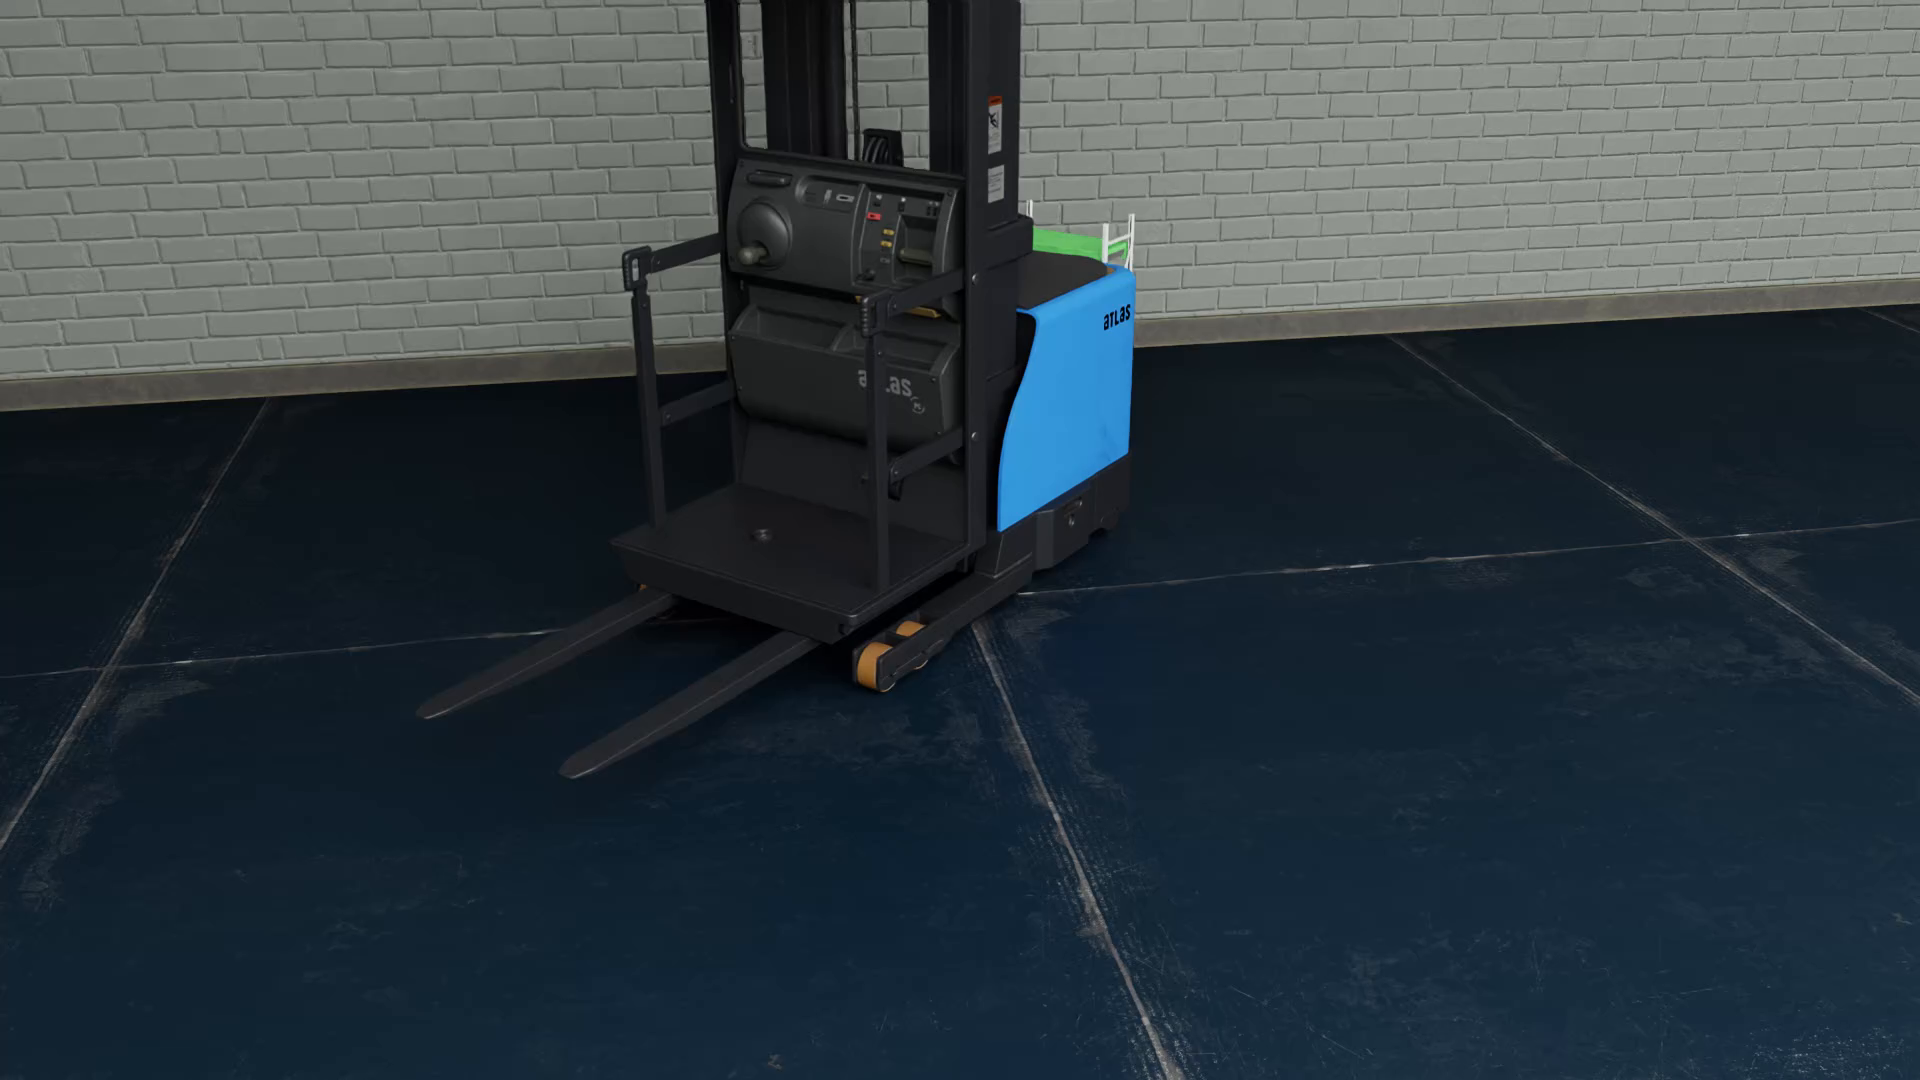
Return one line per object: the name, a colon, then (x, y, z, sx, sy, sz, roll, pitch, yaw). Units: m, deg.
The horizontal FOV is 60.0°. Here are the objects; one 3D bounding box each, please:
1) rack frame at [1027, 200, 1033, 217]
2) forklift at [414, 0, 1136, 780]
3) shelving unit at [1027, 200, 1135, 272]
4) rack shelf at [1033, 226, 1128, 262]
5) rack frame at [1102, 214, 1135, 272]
rack frame: (0.234, -0.854, 7.203, 0.015, 1.200, 0.240, 15, 27, 30)
forklift: (-0.528, -1.049, 5.489, 1.130, 2.935, 3.031, 15, 28, 30)
shelving unit: (0.437, -0.800, 7.079, 0.503, 1.200, 0.258, 15, 27, 30)
rack shelf: (0.439, -1.182, 6.915, 0.480, 0.148, 0.258, 15, 27, 30)
rack frame: (0.640, -0.746, 6.956, 0.015, 1.200, 0.240, 15, 27, 30)
